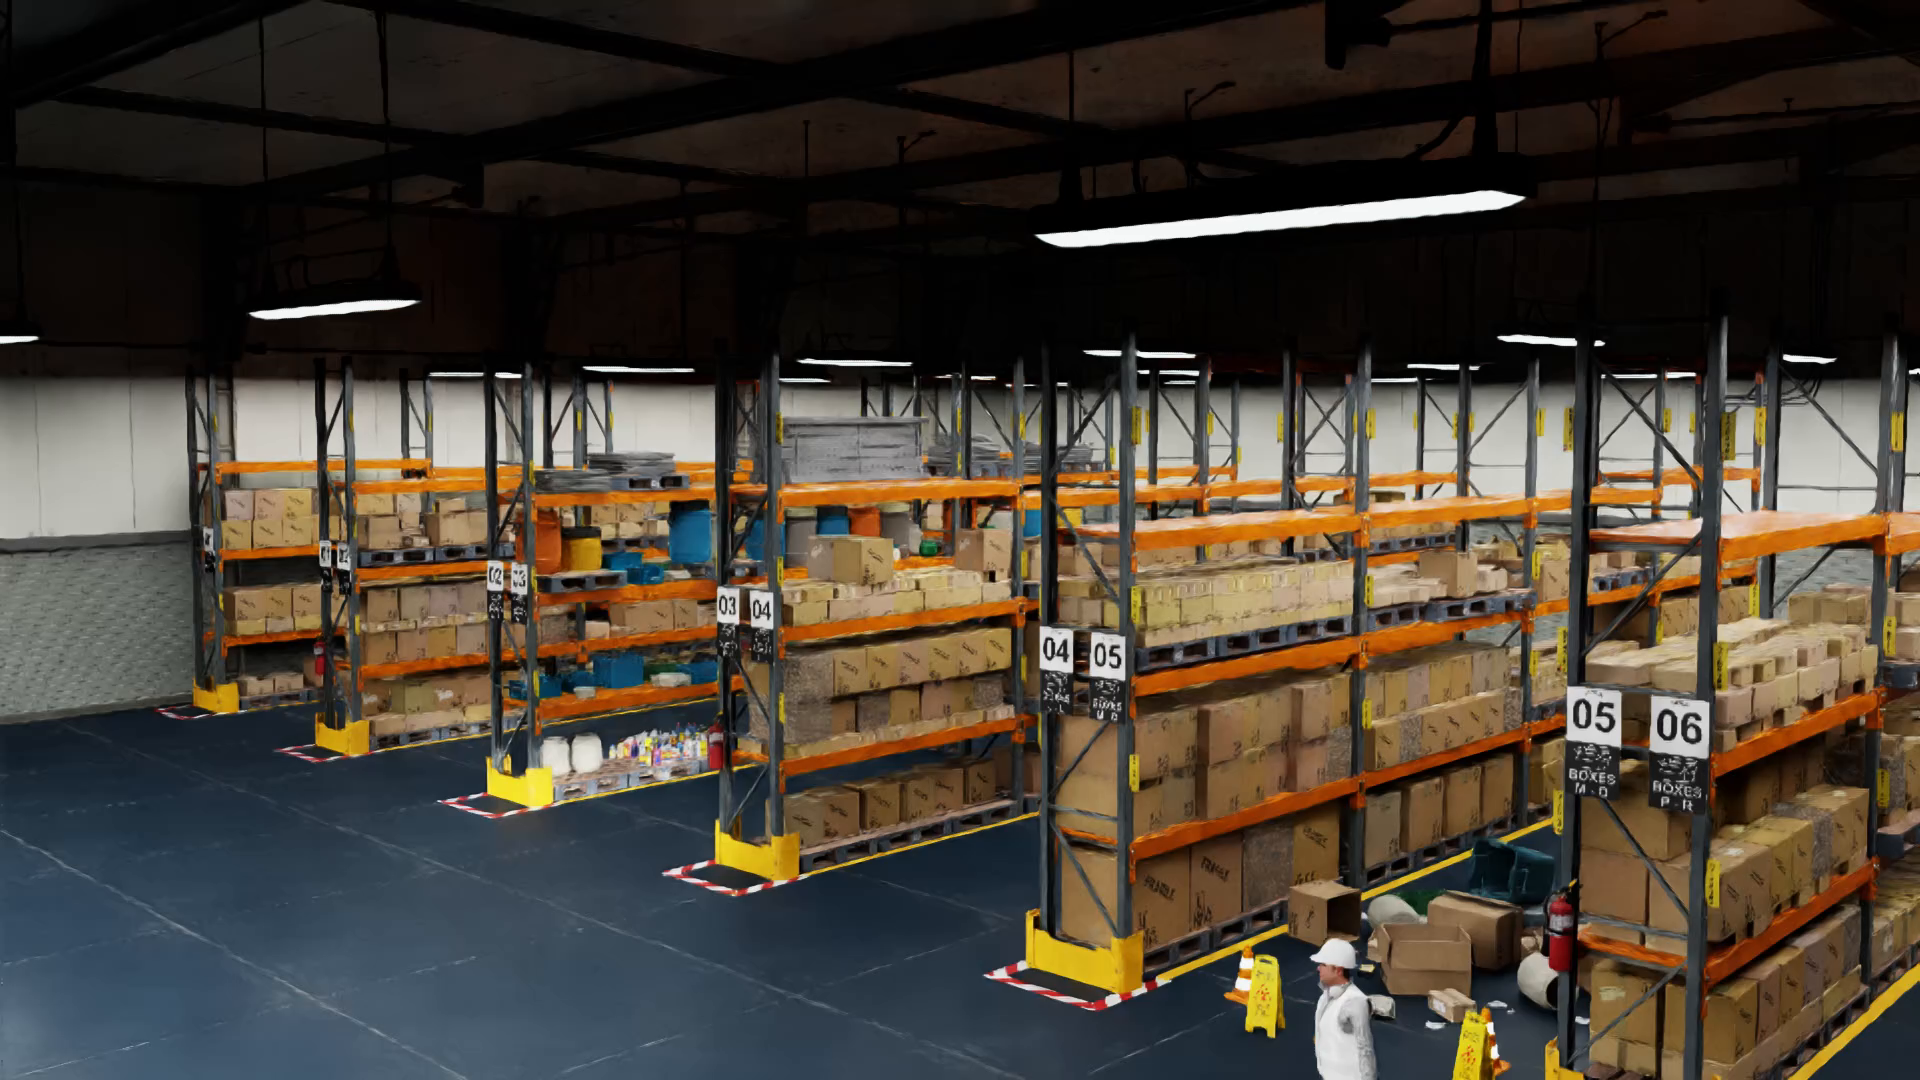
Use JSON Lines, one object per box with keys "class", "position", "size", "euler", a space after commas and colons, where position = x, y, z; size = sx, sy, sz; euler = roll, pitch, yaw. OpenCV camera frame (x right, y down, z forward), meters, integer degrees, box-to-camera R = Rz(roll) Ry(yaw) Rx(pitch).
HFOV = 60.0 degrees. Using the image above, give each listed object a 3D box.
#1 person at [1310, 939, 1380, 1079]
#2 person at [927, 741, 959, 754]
{"class": "person", "position": [2.552, 3.462, 10.756], "size": [0.558, 1.767, 0.582], "euler": [-1, 4, -9]}
{"class": "person", "position": [-0.282, 2.497, 25.193], "size": [0.590, 1.495, 0.518], "euler": [4, 6, 42]}
